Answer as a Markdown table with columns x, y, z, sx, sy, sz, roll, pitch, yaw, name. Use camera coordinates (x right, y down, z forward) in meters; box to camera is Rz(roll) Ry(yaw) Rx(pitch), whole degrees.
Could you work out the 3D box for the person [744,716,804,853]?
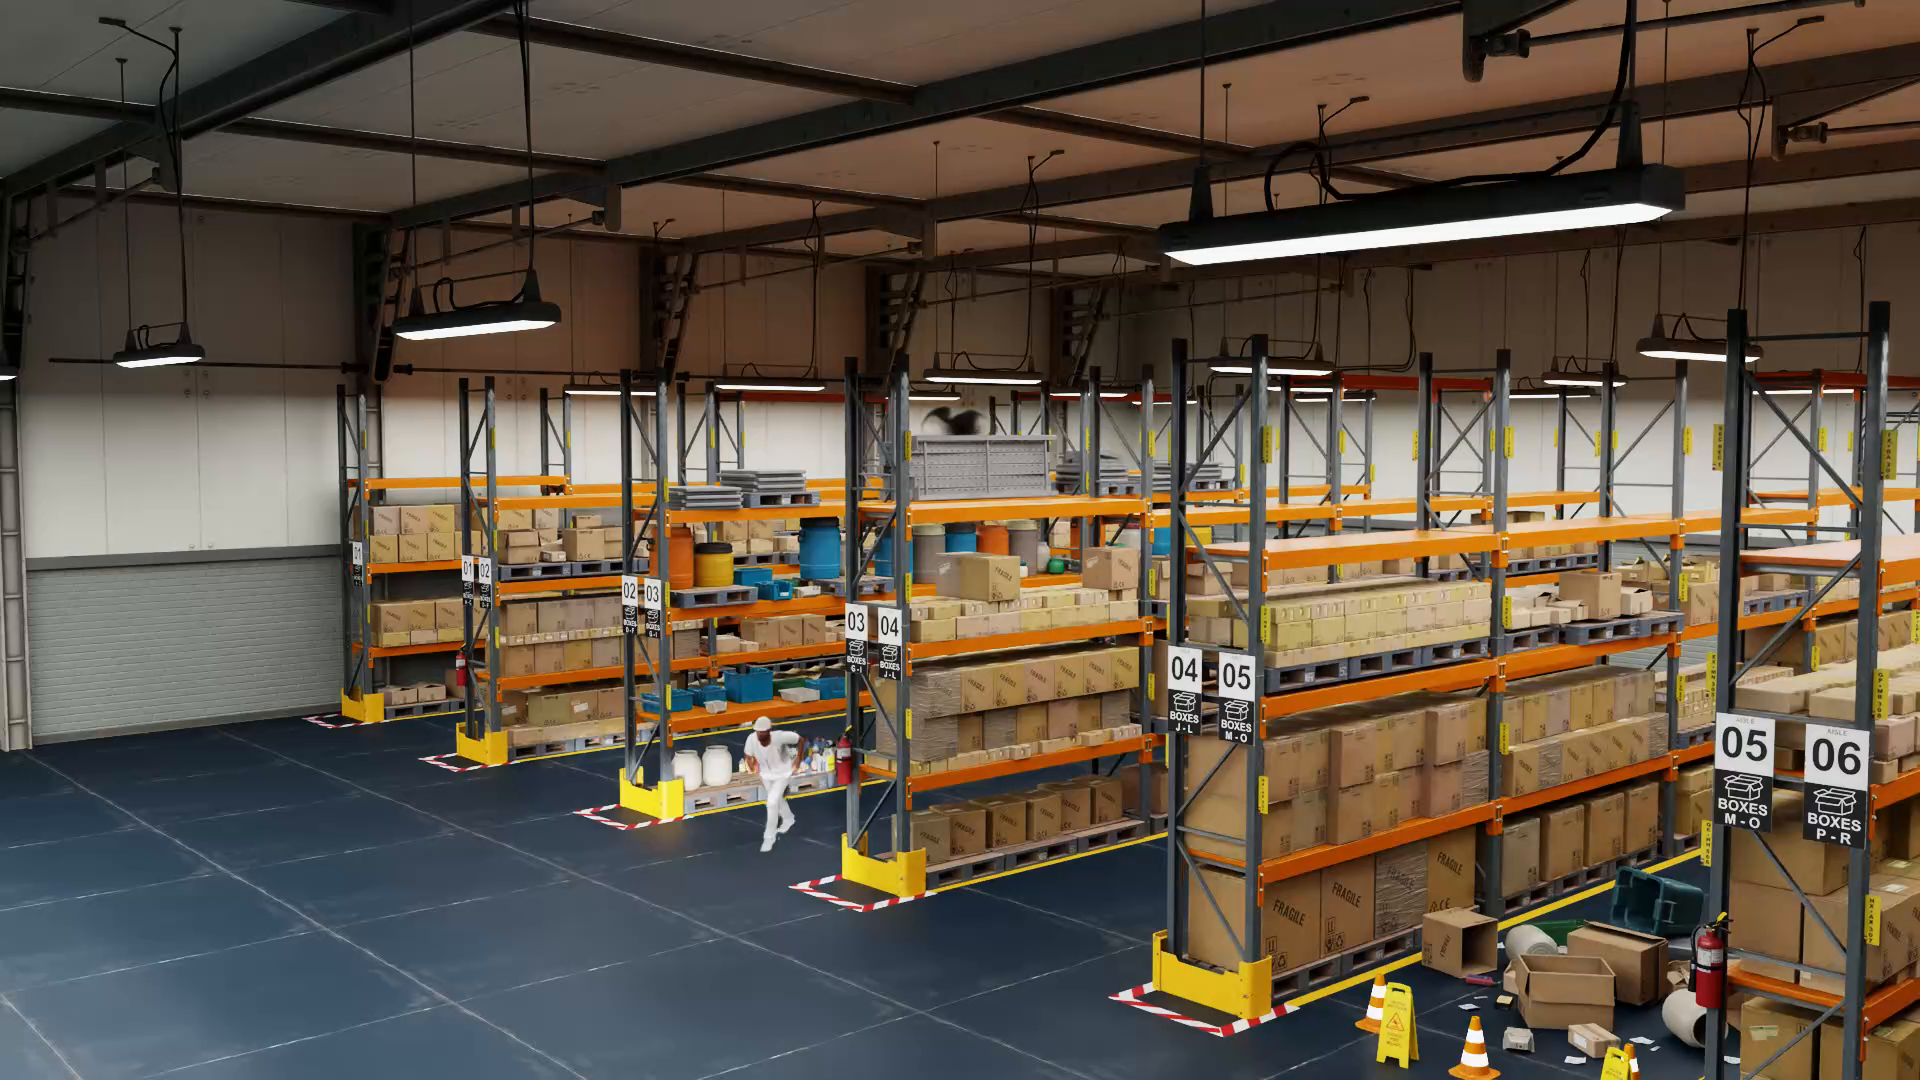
| x | y | z | sx | sy | sz | roll | pitch | yaw | name |
| --- | --- | --- | --- | --- | --- | --- | --- | --- | --- |
| -2.284 | 2.995 | 20.742 | 0.747 | 1.717 | 1.045 | 1 | 4 | 18 | person |
